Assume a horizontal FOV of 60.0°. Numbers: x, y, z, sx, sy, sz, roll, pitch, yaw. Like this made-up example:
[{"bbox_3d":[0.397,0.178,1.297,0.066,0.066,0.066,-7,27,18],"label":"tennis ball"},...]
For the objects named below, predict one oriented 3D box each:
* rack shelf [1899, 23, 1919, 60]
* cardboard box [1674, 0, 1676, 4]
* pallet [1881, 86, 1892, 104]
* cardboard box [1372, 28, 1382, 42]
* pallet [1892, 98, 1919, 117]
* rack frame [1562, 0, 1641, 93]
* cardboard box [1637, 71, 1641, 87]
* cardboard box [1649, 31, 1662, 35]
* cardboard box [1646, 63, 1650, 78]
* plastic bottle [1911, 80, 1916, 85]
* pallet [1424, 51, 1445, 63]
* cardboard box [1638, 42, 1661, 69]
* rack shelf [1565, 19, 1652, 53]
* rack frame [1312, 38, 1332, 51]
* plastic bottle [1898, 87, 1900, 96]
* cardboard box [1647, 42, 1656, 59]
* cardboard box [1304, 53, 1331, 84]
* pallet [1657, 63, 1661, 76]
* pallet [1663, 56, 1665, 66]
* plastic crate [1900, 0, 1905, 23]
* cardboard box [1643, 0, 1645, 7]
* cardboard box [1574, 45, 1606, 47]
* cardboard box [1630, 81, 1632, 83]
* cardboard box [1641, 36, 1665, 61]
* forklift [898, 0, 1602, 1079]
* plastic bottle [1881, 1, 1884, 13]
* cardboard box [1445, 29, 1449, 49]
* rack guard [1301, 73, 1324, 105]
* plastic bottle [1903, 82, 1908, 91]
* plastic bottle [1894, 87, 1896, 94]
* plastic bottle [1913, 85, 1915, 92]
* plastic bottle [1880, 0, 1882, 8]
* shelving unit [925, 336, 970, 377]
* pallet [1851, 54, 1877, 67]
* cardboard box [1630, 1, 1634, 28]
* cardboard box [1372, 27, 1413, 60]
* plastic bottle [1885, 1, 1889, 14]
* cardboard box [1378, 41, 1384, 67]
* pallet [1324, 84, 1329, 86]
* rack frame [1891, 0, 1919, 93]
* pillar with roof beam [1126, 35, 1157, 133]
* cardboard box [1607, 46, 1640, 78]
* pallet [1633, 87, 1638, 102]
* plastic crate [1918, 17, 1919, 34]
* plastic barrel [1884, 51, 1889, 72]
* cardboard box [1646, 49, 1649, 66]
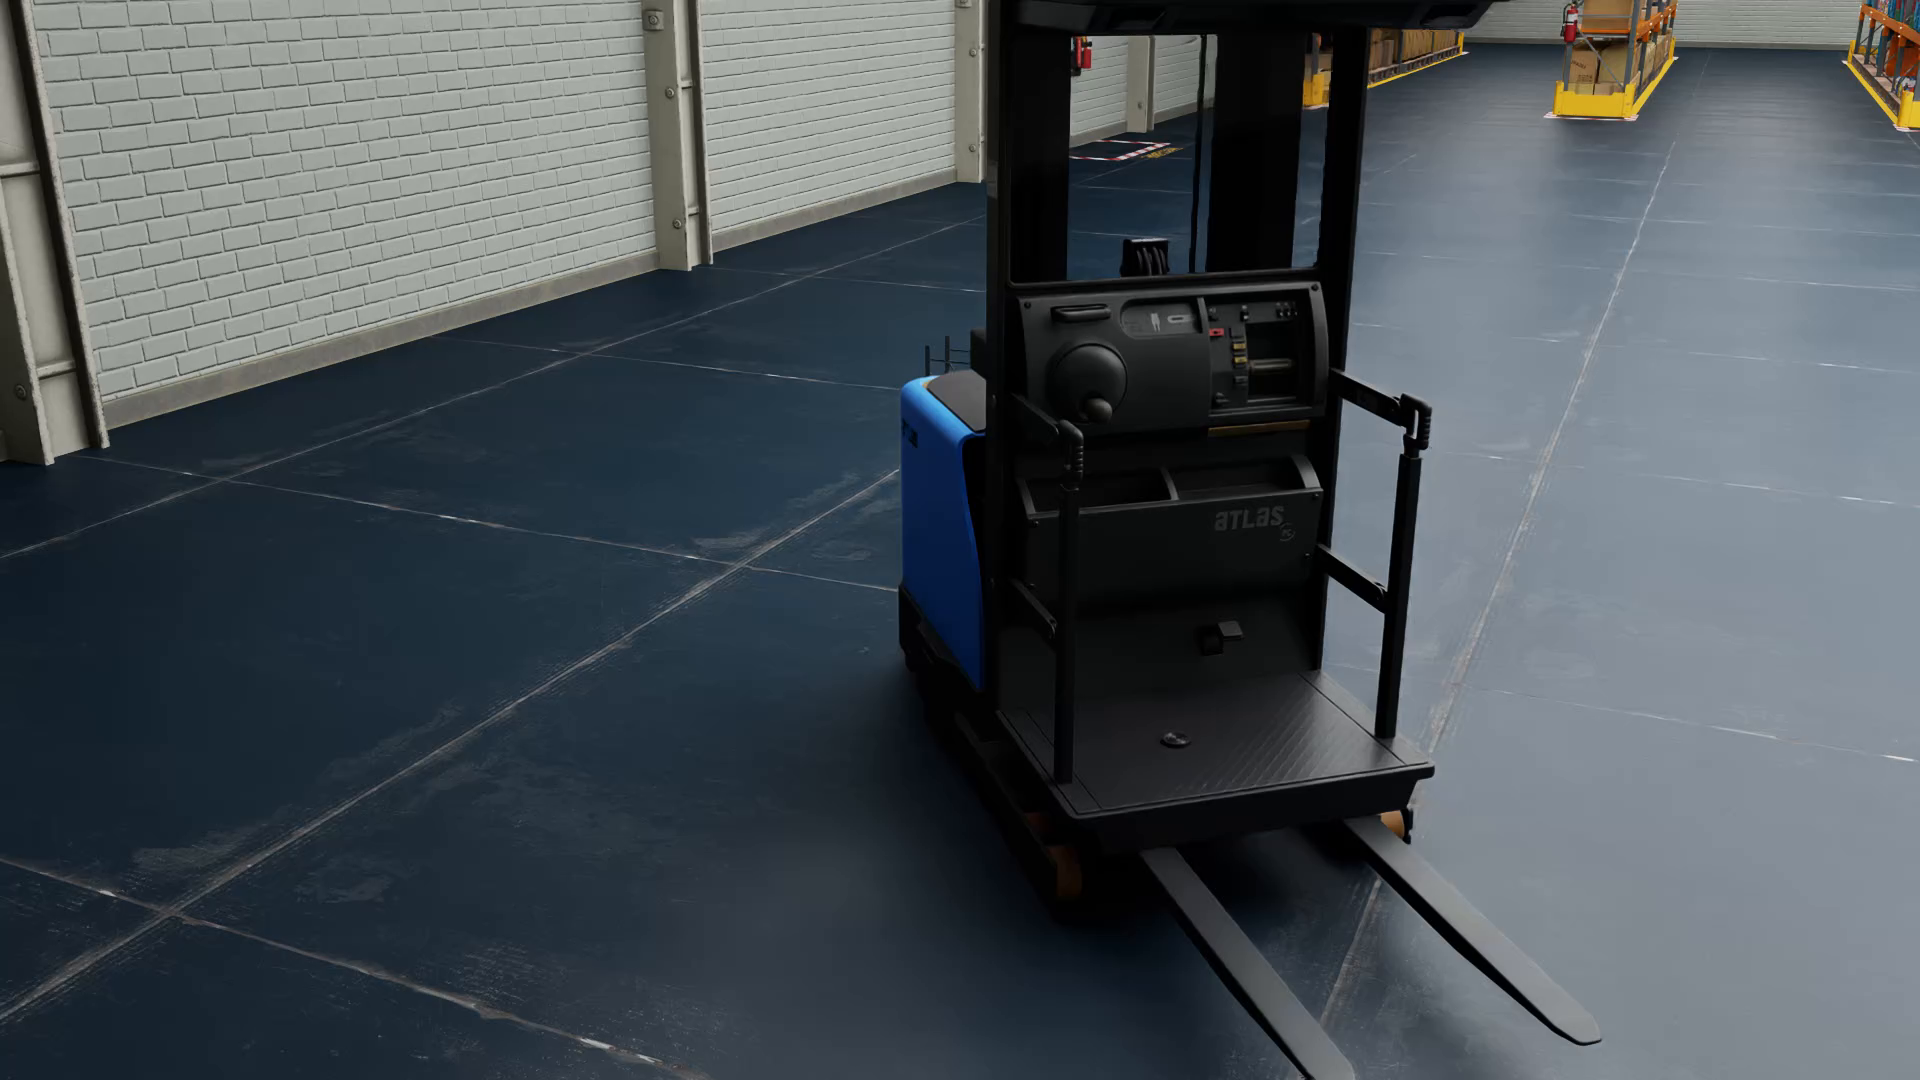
[{"bbox_3d":[15.430,-7.794,25.983,1.077,0.370,4.000,9,21,23],"label":"rack shelf"},{"bbox_3d":[16.291,-12.656,38.430,0.500,0.500,0.500,9,21,23],"label":"cardboard box"},{"bbox_3d":[16.535,-7.676,28.739,1.003,0.211,1.213,9,21,23],"label":"pallet"},{"bbox_3d":[8.310,-10.317,33.957,0.500,0.250,0.500,9,21,24],"label":"cardboard box"},{"bbox_3d":[15.437,-6.857,26.435,1.003,0.211,1.213,9,21,23],"label":"pallet"},{"bbox_3d":[10.093,-8.203,26.058,1.000,3.000,0.127,9,21,23],"label":"rack frame"},{"bbox_3d":[11.741,-8.156,29.403,0.500,0.250,0.500,9,21,23],"label":"cardboard box"},{"bbox_3d":[15.772,-11.477,38.334,0.797,0.503,0.637,9,21,23],"label":"cardboard box"},{"bbox_3d":[12.752,-8.887,31.459,0.500,0.250,0.500,9,21,24],"label":"cardboard box"},{"bbox_3d":[15.433,-7.279,26.867,0.152,0.276,0.135,9,21,23],"label":"plastic bottle"},{"bbox_3d":[10.869,-11.458,39.371,1.003,0.211,1.213,9,21,23],"label":"pallet"},{"bbox_3d":[13.816,-9.778,33.560,0.500,0.500,0.500,10,22,25],"label":"cardboard box"},{"bbox_3d":[10.912,-8.475,27.897,1.077,0.370,4.000,9,21,23],"label":"rack shelf"},{"bbox_3d":[7.210,-10.104,31.404,1.000,3.000,0.127,9,21,23],"label":"rack frame"},{"bbox_3d":[15.325,-7.303,27.046,0.097,0.201,0.097,0,20,0],"label":"plastic bottle"},{"bbox_3d":[13.379,-9.621,32.685,0.500,0.311,0.500,9,22,24],"label":"cardboard box"},{"bbox_3d":[6.517,-8.502,29.972,0.700,0.500,0.500,7,21,19],"label":"cardboard box"},{"bbox_3d":[14.210,-9.929,35.073,1.003,0.211,1.213,9,21,23],"label":"pallet"},{"bbox_3d":[15.289,-10.767,37.430,1.003,0.211,1.213,9,21,23],"label":"pallet"},{"bbox_3d":[16.416,-9.117,28.652,0.392,0.384,0.575,9,21,23],"label":"plastic crate"},{"bbox_3d":[12.481,-10.019,31.016,0.500,0.500,0.500,9,21,23],"label":"cardboard box"},{"bbox_3d":[10.643,-8.124,28.193,0.500,0.500,0.500,9,21,23],"label":"cardboard box"},{"bbox_3d":[10.717,-7.392,27.254,0.500,0.250,0.500,9,21,23],"label":"cardboard box"},{"bbox_3d":[14.856,-10.561,35.761,0.500,0.500,0.500,9,21,23],"label":"cardboard box"},{"bbox_3d":[0.679,-0.518,4.551,1.130,2.935,3.031,-6,20,-15],"label":"forklift"},{"bbox_3d":[18.401,-10.625,33.061,0.097,0.271,0.097,0,20,0],"label":"plastic bottle"},{"bbox_3d":[11.519,-12.258,40.564,0.700,0.500,0.500,8,21,21],"label":"cardboard box"},{"bbox_3d":[5.603,-7.727,28.450,1.175,0.500,0.348,9,21,23],"label":"rack guard"},{"bbox_3d":[14.994,-7.109,26.380,0.061,0.283,0.133,9,22,24],"label":"plastic bottle"},{"bbox_3d":[15.635,-7.534,27.697,0.097,0.201,0.097,0,20,0],"label":"plastic bottle"},{"bbox_3d":[15.188,-7.130,26.438,0.061,0.283,0.133,9,21,23],"label":"plastic bottle"},{"bbox_3d":[18.621,-10.810,33.564,0.061,0.283,0.133,9,21,23],"label":"plastic bottle"},{"bbox_3d":[0.003,-0.426,7.325,0.258,0.900,0.210,9,21,23],"label":"shelving unit"},{"bbox_3d":[20.789,-10.853,37.670,1.003,0.211,1.213,9,21,23],"label":"pallet"},{"bbox_3d":[10.507,-8.552,26.890,0.700,0.500,0.500,9,22,24],"label":"cardboard box"},{"bbox_3d":[9.269,-10.719,35.713,0.750,0.750,0.750,8,21,22],"label":"cardboard box"},{"bbox_3d":[17.981,-10.311,32.179,0.097,0.271,0.097,0,20,0],"label":"plastic bottle"},{"bbox_3d":[8.284,-9.988,34.150,0.700,0.500,0.500,9,21,23],"label":"cardboard box"},{"bbox_3d":[6.469,-8.206,30.228,1.003,0.211,1.213,9,21,23],"label":"pallet"},{"bbox_3d":[16.249,-8.745,27.581,1.000,3.000,0.127,9,21,23],"label":"rack frame"},{"bbox_3d":[6.540,-9.616,21.077,9.100,9.000,0.400,9,21,23],"label":"pillar with roof beam"},{"bbox_3d":[11.132,-8.050,27.986,0.500,0.500,0.500,9,21,23],"label":"cardboard box"},{"bbox_3d":[11.367,-7.874,29.296,1.003,0.211,1.213,9,21,23],"label":"pallet"},{"bbox_3d":[14.542,-7.646,24.714,0.499,0.251,0.616,9,21,23],"label":"plastic crate"},{"bbox_3d":[18.221,-9.330,32.313,0.421,0.512,0.421,0,20,0],"label":"plastic barrel"},{"bbox_3d":[12.337,-8.837,30.480,0.500,0.311,0.500,8,21,22],"label":"cardboard box"}]
